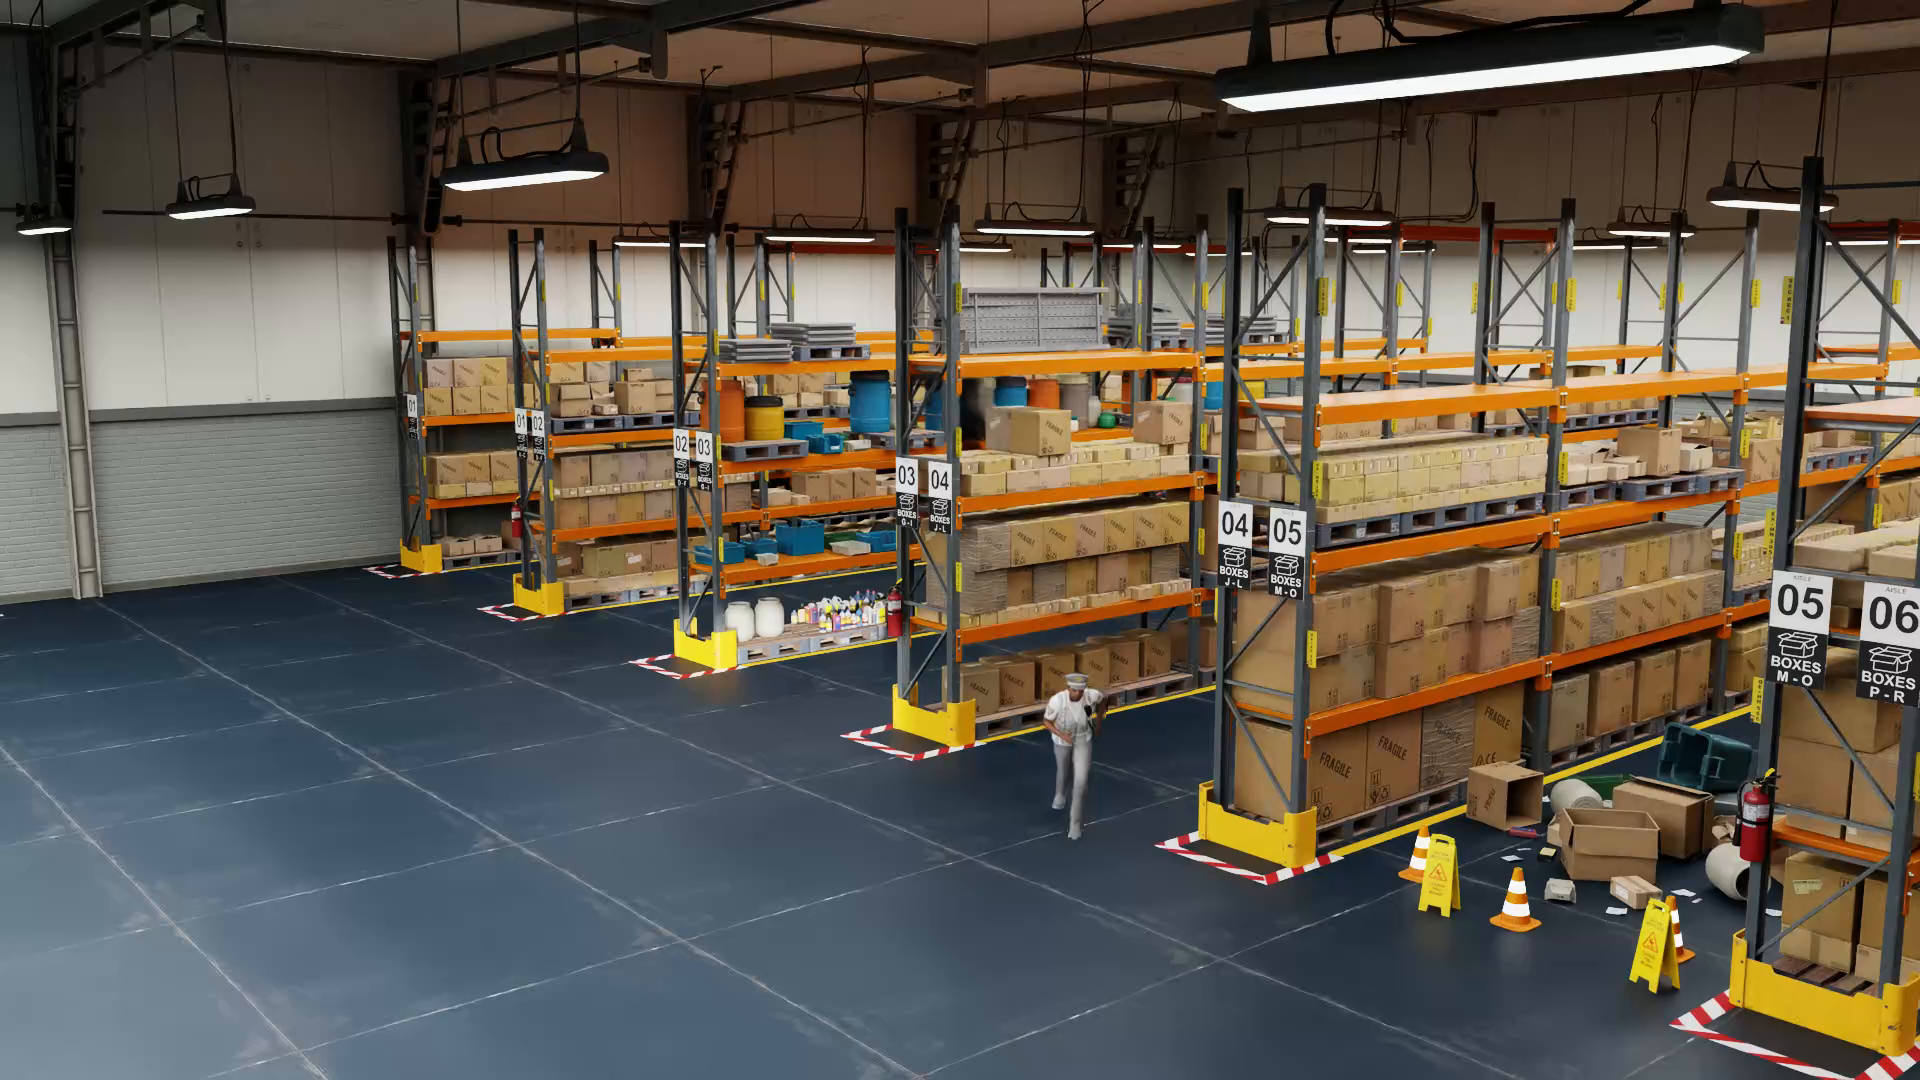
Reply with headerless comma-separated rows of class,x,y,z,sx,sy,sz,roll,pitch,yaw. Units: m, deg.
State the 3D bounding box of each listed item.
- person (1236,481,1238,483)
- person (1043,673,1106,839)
person,5.564,-0.996,34.569,0.711,1.765,0.880,8,12,43
person,1.076,1.984,15.945,0.618,1.623,0.984,-1,9,-5
